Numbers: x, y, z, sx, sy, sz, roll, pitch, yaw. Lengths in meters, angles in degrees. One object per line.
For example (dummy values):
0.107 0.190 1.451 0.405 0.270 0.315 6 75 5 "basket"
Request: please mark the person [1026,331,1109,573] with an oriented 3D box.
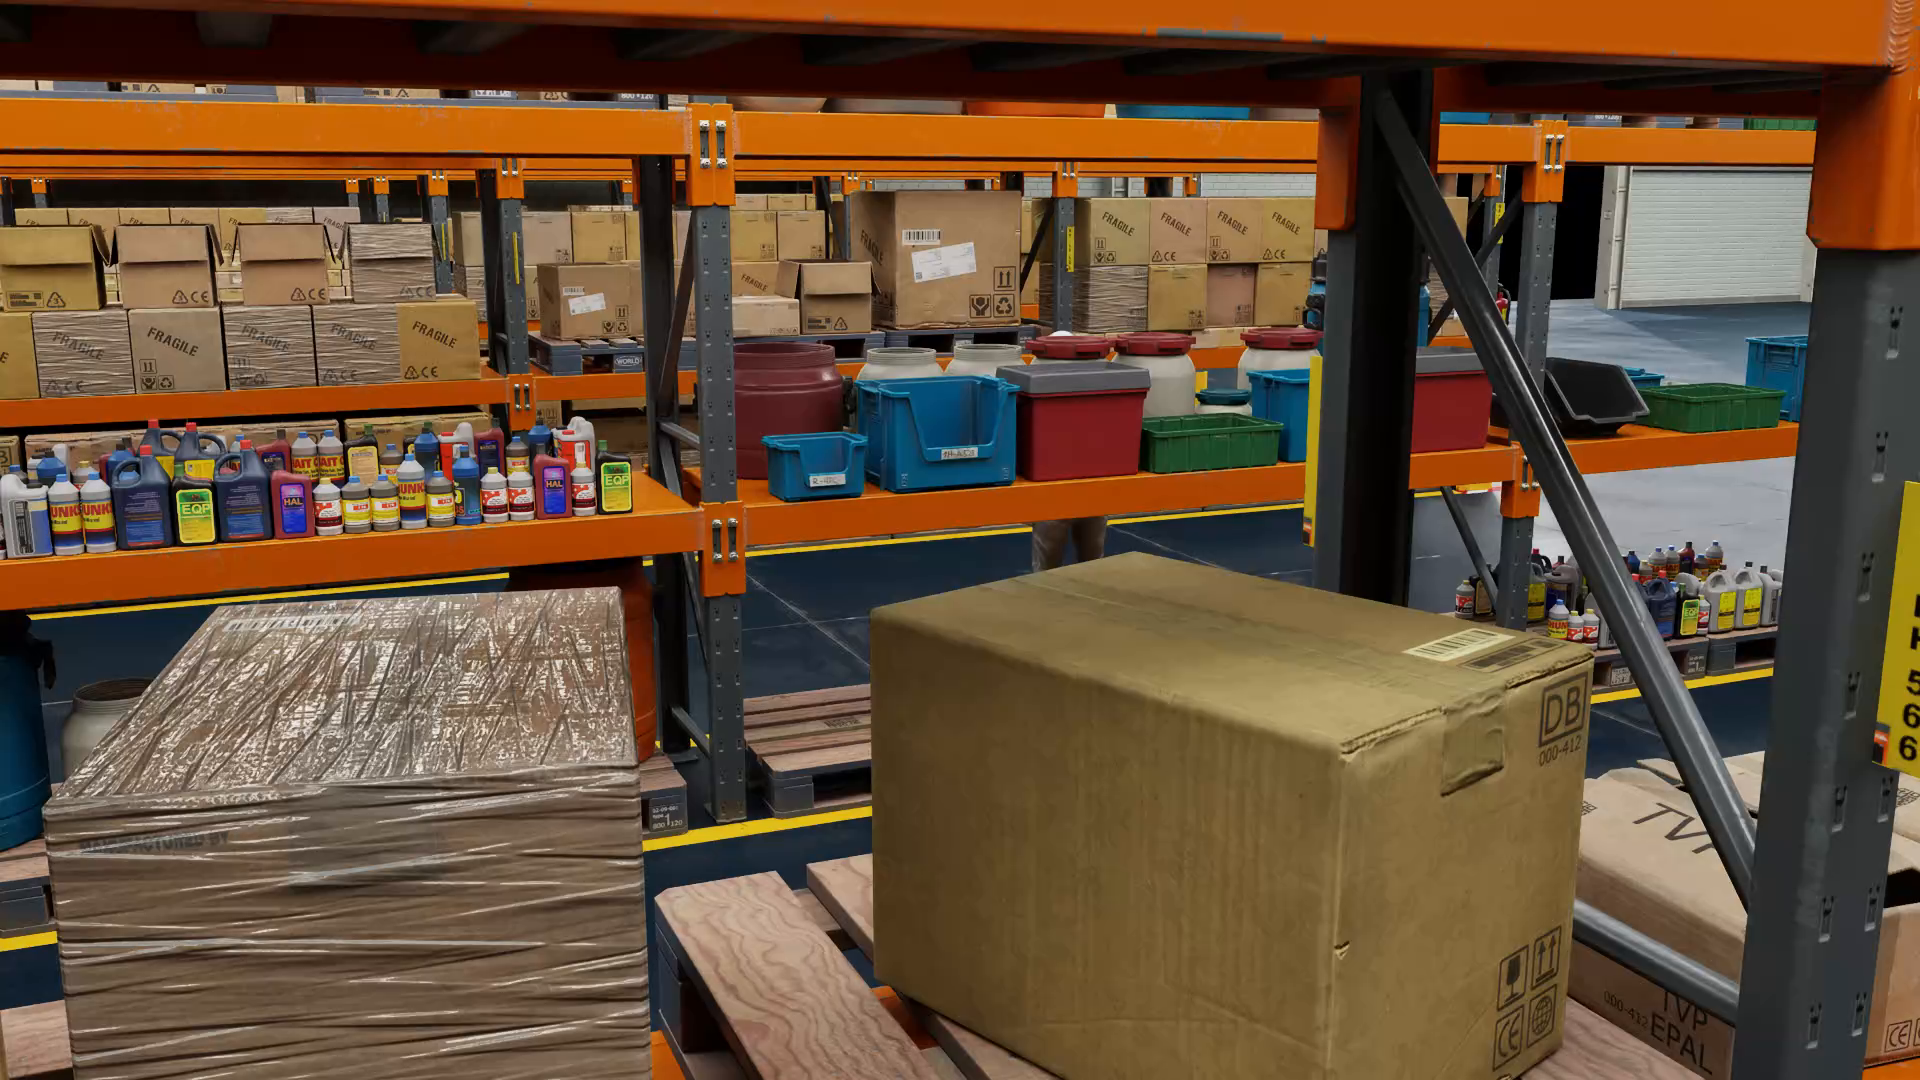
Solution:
0.592 -0.240 9.029 0.580 1.771 0.461 -5 13 -23 "person"
